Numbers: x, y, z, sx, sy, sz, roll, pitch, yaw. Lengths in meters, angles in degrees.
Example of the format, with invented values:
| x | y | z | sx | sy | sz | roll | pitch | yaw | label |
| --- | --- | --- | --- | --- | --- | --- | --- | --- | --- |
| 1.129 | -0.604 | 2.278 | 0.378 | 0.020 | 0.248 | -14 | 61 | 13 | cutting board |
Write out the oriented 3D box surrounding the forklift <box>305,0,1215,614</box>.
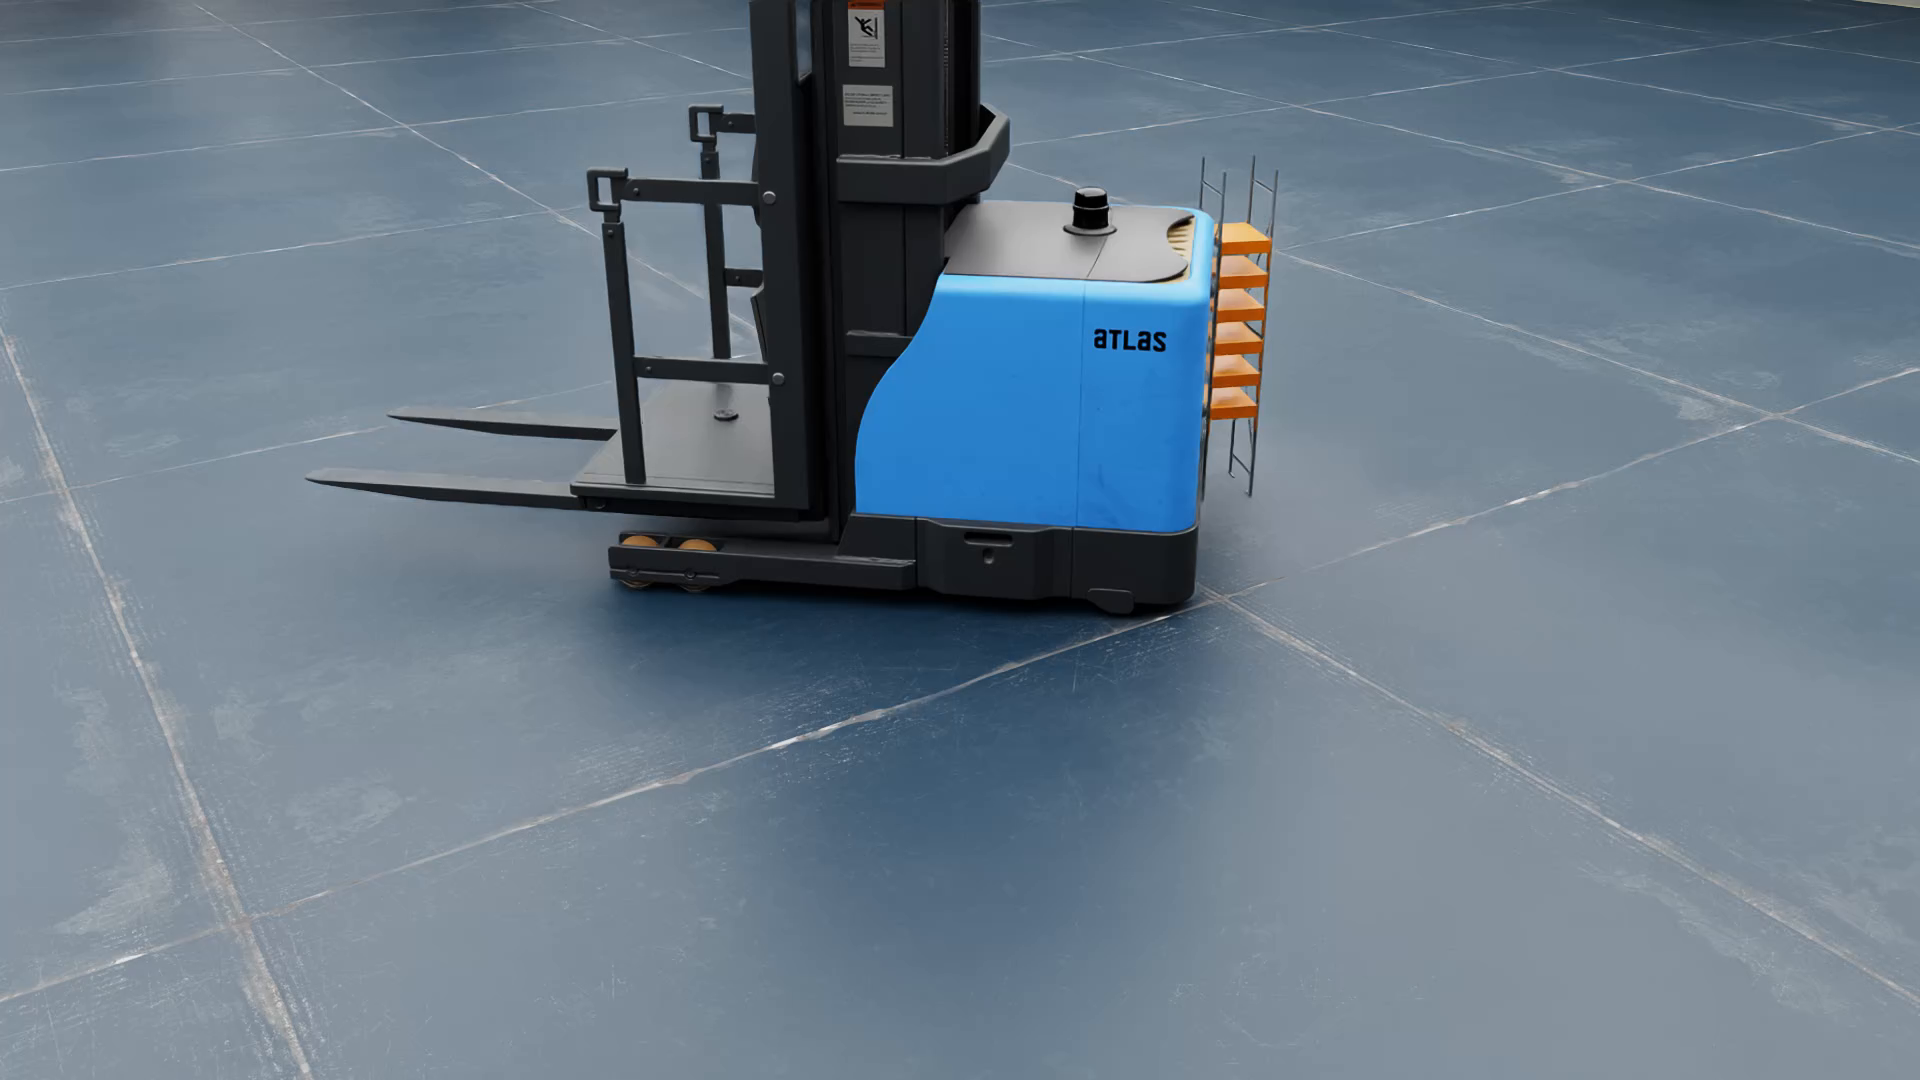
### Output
| x | y | z | sx | sy | sz | roll | pitch | yaw | label |
| --- | --- | --- | --- | --- | --- | --- | --- | --- | --- |
| -0.693 | -1.375 | 5.230 | 3.031 | 2.935 | 1.130 | 4 | 26 | 8 | forklift |

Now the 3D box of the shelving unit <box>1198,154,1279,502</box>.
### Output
| x | y | z | sx | sy | sz | roll | pitch | yaw | label |
| --- | --- | --- | --- | --- | --- | --- | --- | --- | --- |
| 0.951 | -0.740 | 5.912 | 0.189 | 1.200 | 0.258 | -5 | 26 | -10 | shelving unit |

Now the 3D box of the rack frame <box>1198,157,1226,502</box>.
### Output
| x | y | z | sx | sy | sz | roll | pitch | yaw | label |
| --- | --- | --- | --- | --- | --- | --- | --- | --- | --- |
| 0.861 | -0.732 | 5.896 | 0.006 | 1.200 | 0.240 | -5 | 26 | -10 | rack frame |

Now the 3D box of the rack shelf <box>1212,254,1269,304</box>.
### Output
| x | y | z | sx | sy | sz | roll | pitch | yaw | label |
| --- | --- | --- | --- | --- | --- | --- | --- | --- | --- |
| 0.951 | -0.917 | 5.829 | 0.180 | 0.103 | 0.258 | -5 | 26 | -10 | rack shelf |

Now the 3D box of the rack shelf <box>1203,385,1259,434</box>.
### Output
| x | y | z | sx | sy | sz | roll | pitch | yaw | label |
| --- | --- | --- | --- | --- | --- | --- | --- | --- | --- |
| 0.951 | -0.483 | 6.034 | 0.180 | 0.103 | 0.258 | -5 | 26 | -10 | rack shelf |

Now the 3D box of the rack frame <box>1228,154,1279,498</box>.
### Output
| x | y | z | sx | sy | sz | roll | pitch | yaw | label |
| --- | --- | --- | --- | --- | --- | --- | --- | --- | --- |
| 1.041 | -0.748 | 5.928 | 0.006 | 1.200 | 0.240 | -5 | 26 | -10 | rack frame |

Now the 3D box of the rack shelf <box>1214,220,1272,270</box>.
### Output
| x | y | z | sx | sy | sz | roll | pitch | yaw | label |
| --- | --- | --- | --- | --- | --- | --- | --- | --- | --- |
| 0.951 | -1.025 | 5.778 | 0.180 | 0.103 | 0.258 | -5 | 26 | -10 | rack shelf |

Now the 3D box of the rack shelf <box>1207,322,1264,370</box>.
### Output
| x | y | z | sx | sy | sz | roll | pitch | yaw | label |
| --- | --- | --- | --- | --- | --- | --- | --- | --- | --- |
| 0.951 | -0.700 | 5.931 | 0.180 | 0.103 | 0.258 | -5 | 26 | -10 | rack shelf |

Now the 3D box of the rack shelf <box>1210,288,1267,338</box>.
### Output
| x | y | z | sx | sy | sz | roll | pitch | yaw | label |
| --- | --- | --- | --- | --- | --- | --- | --- | --- | --- |
| 0.951 | -0.808 | 5.880 | 0.180 | 0.103 | 0.258 | -5 | 26 | -10 | rack shelf |

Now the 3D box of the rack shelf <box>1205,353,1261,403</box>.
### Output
| x | y | z | sx | sy | sz | roll | pitch | yaw | label |
| --- | --- | --- | --- | --- | --- | --- | --- | --- | --- |
| 0.951 | -0.591 | 5.982 | 0.180 | 0.103 | 0.258 | -5 | 26 | -10 | rack shelf |
